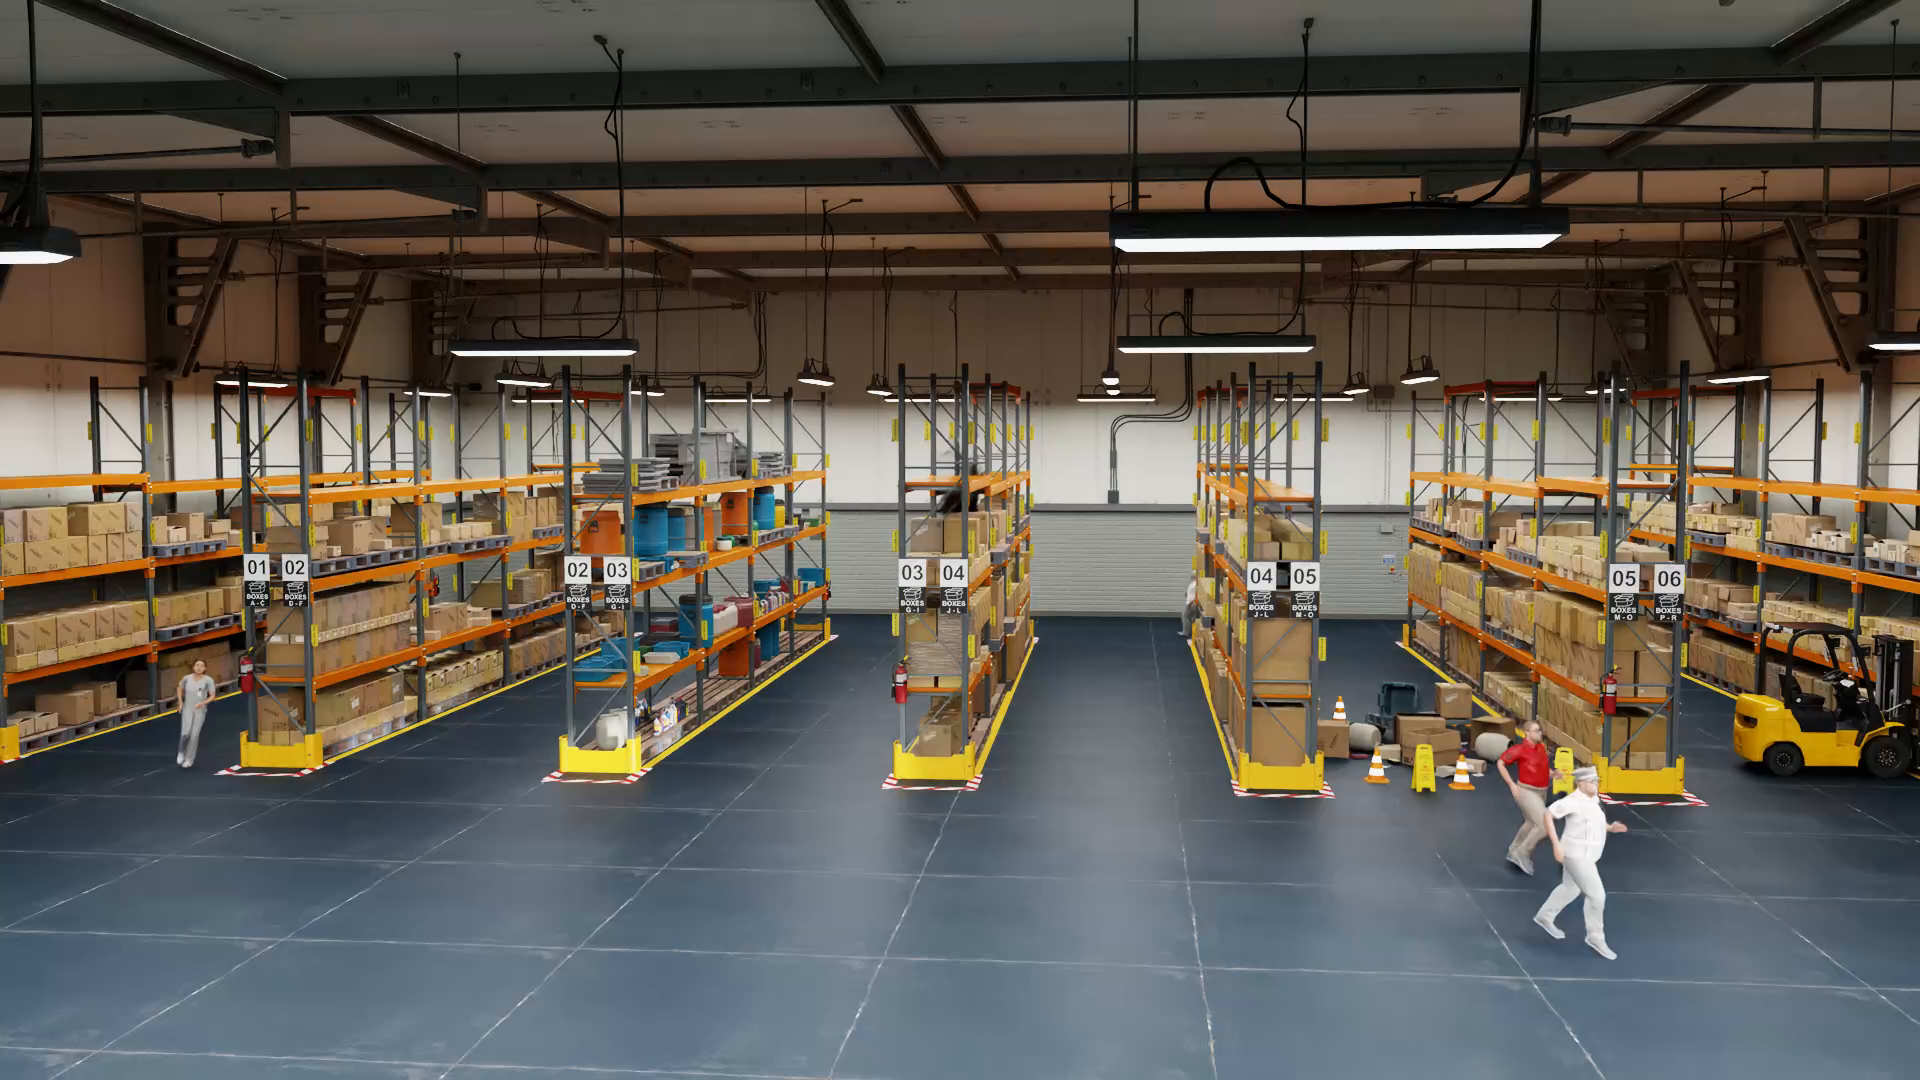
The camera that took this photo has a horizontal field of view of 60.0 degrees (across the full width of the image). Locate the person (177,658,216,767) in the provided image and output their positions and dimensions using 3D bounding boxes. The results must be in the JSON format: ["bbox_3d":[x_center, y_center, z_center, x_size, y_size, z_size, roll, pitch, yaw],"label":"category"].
[{"bbox_3d":[-11.485,2.604,24.986,0.573,1.622,0.532,-1,4,-19],"label":"person"}]

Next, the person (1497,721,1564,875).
[{"bbox_3d":[6.536,2.936,18.941,0.637,1.738,0.702,-3,5,-43],"label":"person"}]

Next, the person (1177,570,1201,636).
[{"bbox_3d":[5.669,1.539,40.796,0.761,1.694,0.773,1,4,22],"label":"person"}]

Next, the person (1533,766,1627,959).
[{"bbox_3d":[6.002,3.085,16.110,0.875,1.825,0.634,3,5,38],"label":"person"}]
